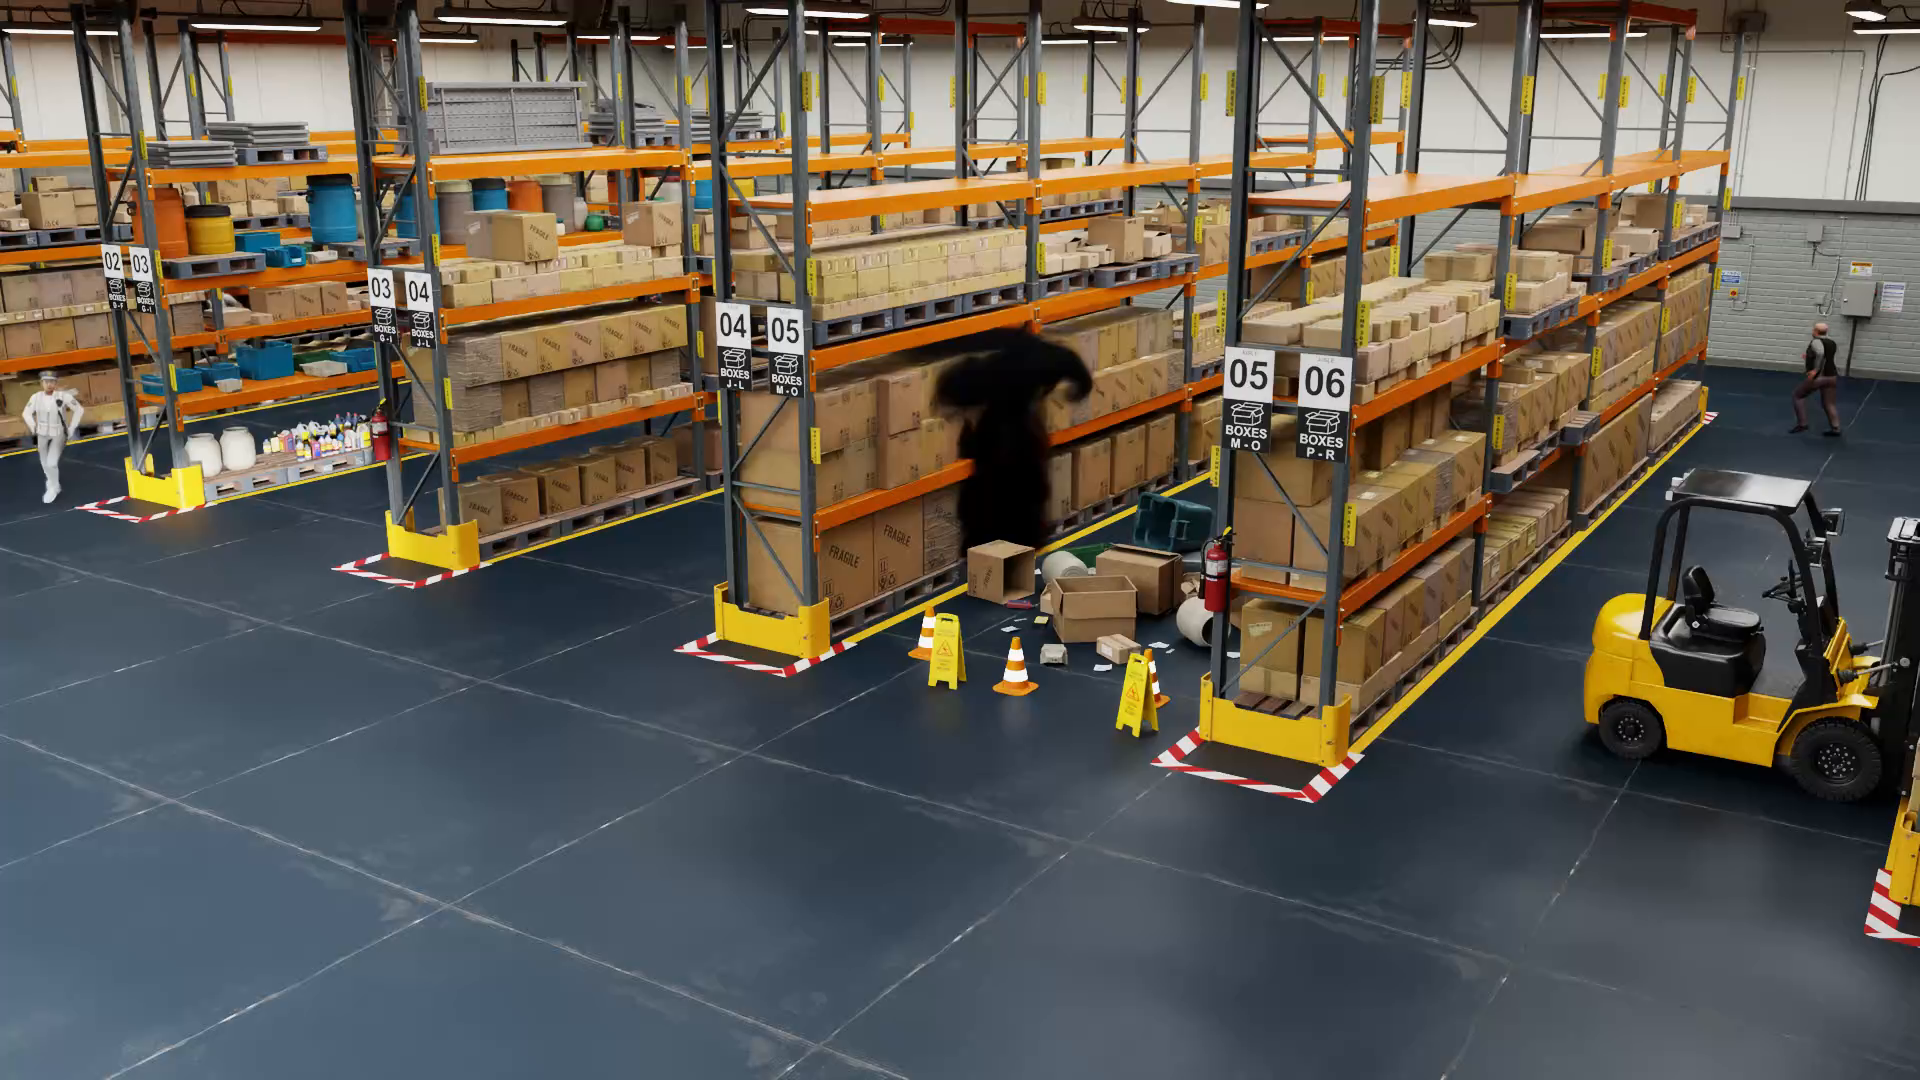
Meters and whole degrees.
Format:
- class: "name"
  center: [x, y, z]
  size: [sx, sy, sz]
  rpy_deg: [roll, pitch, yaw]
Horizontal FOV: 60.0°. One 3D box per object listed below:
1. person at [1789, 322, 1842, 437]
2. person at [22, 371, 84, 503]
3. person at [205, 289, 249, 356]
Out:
- class: "person"
  center: [12.693, -2.350, 24.519]
  size: [0.577, 1.668, 0.963]
  rpy_deg: [-4, 16, -15]
- class: "person"
  center: [-11.333, -1.301, 20.791]
  size: [0.635, 1.664, 0.636]
  rpy_deg: [-1, 16, -4]
- class: "person"
  center: [-13.267, -3.895, 30.189]
  size: [0.636, 1.615, 0.922]
  rpy_deg: [2, 16, 6]
